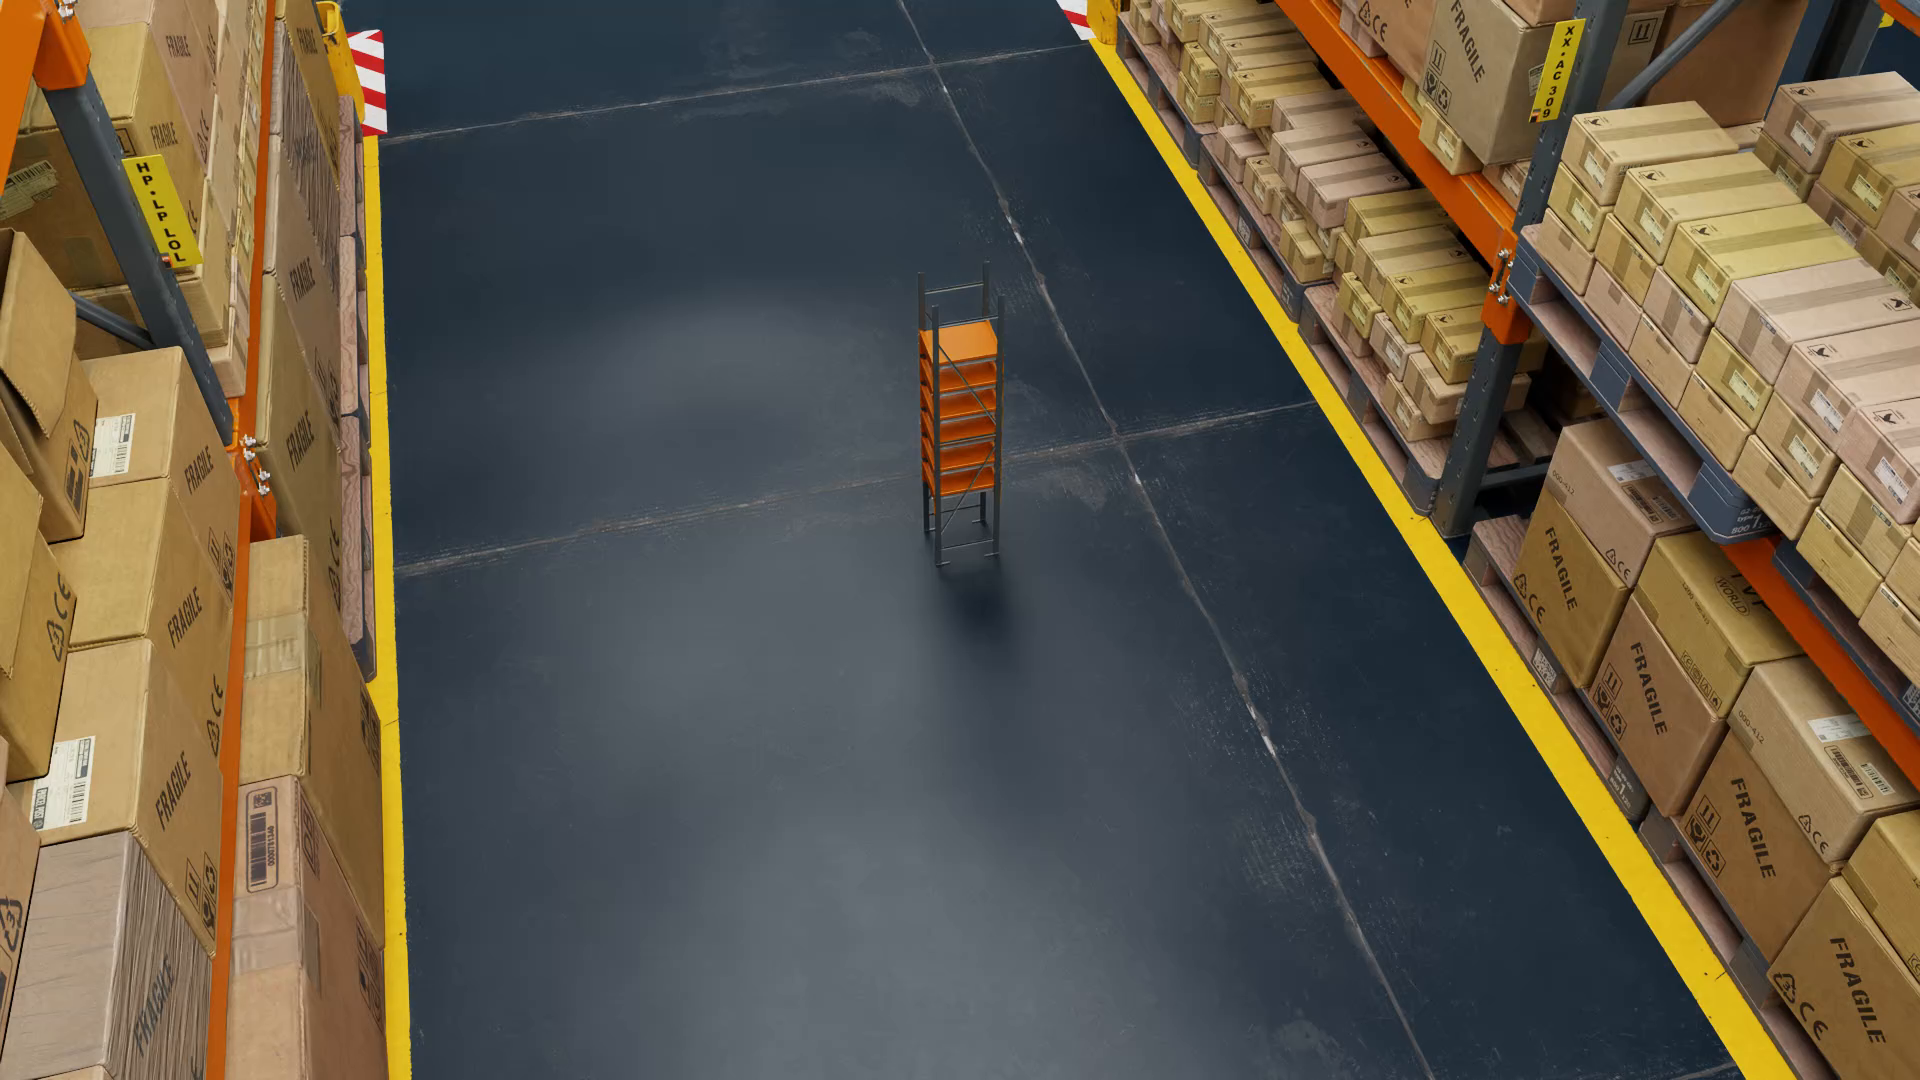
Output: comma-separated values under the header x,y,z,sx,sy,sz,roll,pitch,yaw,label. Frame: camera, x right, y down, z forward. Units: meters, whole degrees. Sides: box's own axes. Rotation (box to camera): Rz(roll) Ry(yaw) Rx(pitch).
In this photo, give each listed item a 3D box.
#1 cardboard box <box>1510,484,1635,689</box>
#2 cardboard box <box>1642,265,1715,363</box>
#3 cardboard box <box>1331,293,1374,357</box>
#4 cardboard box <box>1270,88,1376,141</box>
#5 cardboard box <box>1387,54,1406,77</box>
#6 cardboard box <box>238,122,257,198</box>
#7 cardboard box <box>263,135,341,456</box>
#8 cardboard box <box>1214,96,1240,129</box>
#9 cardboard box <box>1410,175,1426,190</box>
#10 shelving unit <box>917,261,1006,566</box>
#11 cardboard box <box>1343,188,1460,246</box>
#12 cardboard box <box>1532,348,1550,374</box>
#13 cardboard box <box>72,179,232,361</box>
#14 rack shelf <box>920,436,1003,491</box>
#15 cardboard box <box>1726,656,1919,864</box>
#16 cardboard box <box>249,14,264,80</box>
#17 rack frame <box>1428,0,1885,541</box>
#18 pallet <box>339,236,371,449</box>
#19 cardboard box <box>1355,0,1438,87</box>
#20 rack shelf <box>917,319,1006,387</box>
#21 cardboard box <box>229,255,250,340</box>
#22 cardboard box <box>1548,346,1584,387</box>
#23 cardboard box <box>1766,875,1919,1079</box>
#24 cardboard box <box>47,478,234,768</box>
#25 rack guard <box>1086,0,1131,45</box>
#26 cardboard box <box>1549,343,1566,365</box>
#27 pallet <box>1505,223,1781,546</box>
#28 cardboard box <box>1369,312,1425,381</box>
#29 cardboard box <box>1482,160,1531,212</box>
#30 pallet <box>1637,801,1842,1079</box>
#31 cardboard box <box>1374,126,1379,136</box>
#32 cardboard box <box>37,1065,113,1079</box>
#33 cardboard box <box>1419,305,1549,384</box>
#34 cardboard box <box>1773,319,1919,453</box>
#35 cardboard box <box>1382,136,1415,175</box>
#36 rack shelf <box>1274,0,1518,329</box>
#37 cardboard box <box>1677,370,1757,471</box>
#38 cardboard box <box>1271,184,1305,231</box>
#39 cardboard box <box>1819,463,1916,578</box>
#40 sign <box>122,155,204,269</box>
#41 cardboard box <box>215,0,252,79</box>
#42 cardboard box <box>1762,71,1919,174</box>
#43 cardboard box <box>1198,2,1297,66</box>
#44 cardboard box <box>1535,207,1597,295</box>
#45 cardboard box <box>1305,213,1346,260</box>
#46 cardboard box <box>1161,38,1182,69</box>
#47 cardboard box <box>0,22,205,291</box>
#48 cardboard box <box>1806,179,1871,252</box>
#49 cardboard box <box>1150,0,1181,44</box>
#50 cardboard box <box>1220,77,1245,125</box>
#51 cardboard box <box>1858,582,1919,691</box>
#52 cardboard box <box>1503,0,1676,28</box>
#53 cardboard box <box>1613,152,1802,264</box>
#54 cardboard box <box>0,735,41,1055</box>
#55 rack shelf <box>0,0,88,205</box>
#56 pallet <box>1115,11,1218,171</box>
x,y,z,sx,sy,sz,roll,pitch,yaw,label
2.215,0.107,5.501,0.500,0.500,0.500,-9,46,-9,cardboard box
2.073,-0.630,4.441,0.380,0.149,0.250,-10,46,-9,cardboard box
1.737,-0.903,6.737,0.380,0.149,0.250,-12,47,-12,cardboard box
1.577,-1.814,7.213,0.380,0.149,0.250,-11,47,-10,cardboard box
1.801,-1.790,6.080,0.380,0.149,0.250,-12,47,-11,cardboard box
-2.562,-1.241,5.542,0.380,0.149,0.250,-11,47,-11,cardboard box
-2.860,-0.838,6.164,0.875,0.875,0.875,-11,47,-10,cardboard box
1.416,-1.979,7.791,0.380,0.149,0.250,-11,47,-10,cardboard box
2.136,-1.443,7.058,0.380,0.149,0.250,-9,46,-8,cardboard box
0.004,-0.410,5.812,0.258,1.200,0.189,-11,47,-10,shelving unit
1.774,-1.268,6.678,0.380,0.149,0.250,-9,46,-9,cardboard box
2.432,-0.823,6.658,0.380,0.149,0.250,-9,46,-9,cardboard box
-2.405,-0.767,4.798,0.500,0.250,0.500,-11,47,-11,cardboard box
0.004,-0.295,5.929,0.258,0.103,0.180,-11,47,-10,rack shelf
2.481,0.564,4.528,0.500,0.250,0.500,-9,46,-9,cardboard box
-2.762,-1.775,6.066,0.380,0.149,0.250,-10,46,-10,cardboard box
2.282,-1.180,5.306,1.000,3.000,0.127,-11,47,-10,rack frame
-2.973,-0.750,6.837,1.003,0.211,1.213,-11,47,-10,pallet
1.754,-1.960,5.792,0.500,0.500,0.500,-12,47,-11,cardboard box
0.004,-0.631,5.586,0.258,0.103,0.180,-11,47,-10,rack shelf
-2.360,-0.701,5.013,0.380,0.149,0.250,-12,47,-12,cardboard box
2.499,-0.742,6.371,0.380,0.149,0.250,-9,46,-8,cardboard box
2.605,1.182,4.448,0.500,0.500,0.500,-13,47,-12,cardboard box
-2.034,0.238,3.846,0.500,0.500,0.500,-9,46,-9,cardboard box
1.278,-3.014,8.854,1.175,0.500,0.348,-11,47,-10,rack guard
2.395,-0.813,6.232,0.380,0.149,0.250,-9,46,-9,cardboard box
2.338,-0.558,4.831,1.003,0.211,1.213,-11,47,-10,pallet
1.813,-0.777,6.405,0.380,0.149,0.250,-13,47,-12,cardboard box
1.983,-1.246,5.547,0.380,0.149,0.250,-11,47,-11,cardboard box
2.799,1.177,4.948,1.003,0.211,1.213,-11,47,-10,pallet
1.997,-1.988,7.592,0.380,0.149,0.250,-9,46,-8,cardboard box
-1.644,1.290,2.816,0.500,0.500,0.500,-11,47,-11,cardboard box
1.940,-0.735,6.156,0.380,0.149,0.250,-9,46,-9,cardboard box
2.207,-0.373,3.980,0.380,0.149,0.250,-11,47,-11,cardboard box
2.044,-1.719,7.120,0.380,0.149,0.250,-12,47,-12,cardboard box
1.770,-2.309,6.916,1.077,0.370,4.000,-11,47,-10,rack shelf
2.139,-0.346,4.370,0.380,0.149,0.250,-10,46,-10,cardboard box
1.586,-1.444,7.267,0.380,0.149,0.250,-10,46,-10,cardboard box
2.279,-0.082,3.904,0.380,0.149,0.250,-11,47,-11,cardboard box
-2.016,-0.826,4.204,0.100,0.325,0.005,-11,47,-10,sign
-2.784,-1.809,5.820,0.500,0.250,0.500,-11,47,-10,cardboard box
2.574,-1.206,4.797,0.380,0.149,0.250,-9,46,-8,cardboard box
1.335,-2.353,7.741,0.380,0.149,0.250,-13,47,-12,cardboard box
1.939,-0.883,4.897,0.380,0.149,0.250,-13,47,-12,cardboard box
1.674,-1.322,6.939,0.380,0.149,0.250,-10,46,-9,cardboard box
1.229,-2.505,8.306,0.380,0.149,0.250,-11,47,-10,cardboard box
-2.414,-1.034,4.535,0.500,0.500,0.500,-11,47,-10,cardboard box
2.644,-0.923,4.728,0.380,0.149,0.250,-10,46,-10,cardboard box
1.160,-2.587,8.178,0.380,0.149,0.250,-11,47,-11,cardboard box
1.429,-2.071,7.673,0.380,0.149,0.250,-13,47,-12,cardboard box
2.340,0.192,3.843,0.380,0.149,0.250,-13,47,-12,cardboard box
1.901,-1.944,5.077,0.500,0.500,0.500,-12,47,-12,cardboard box
2.016,-0.900,4.497,0.380,0.149,0.250,-10,46,-9,cardboard box
-2.028,0.613,2.777,0.797,0.503,0.637,-9,46,-9,cardboard box
-2.026,0.240,2.318,1.077,0.370,4.000,-11,47,-10,rack shelf
1.452,-2.346,8.401,1.003,0.211,1.213,-11,47,-10,pallet
